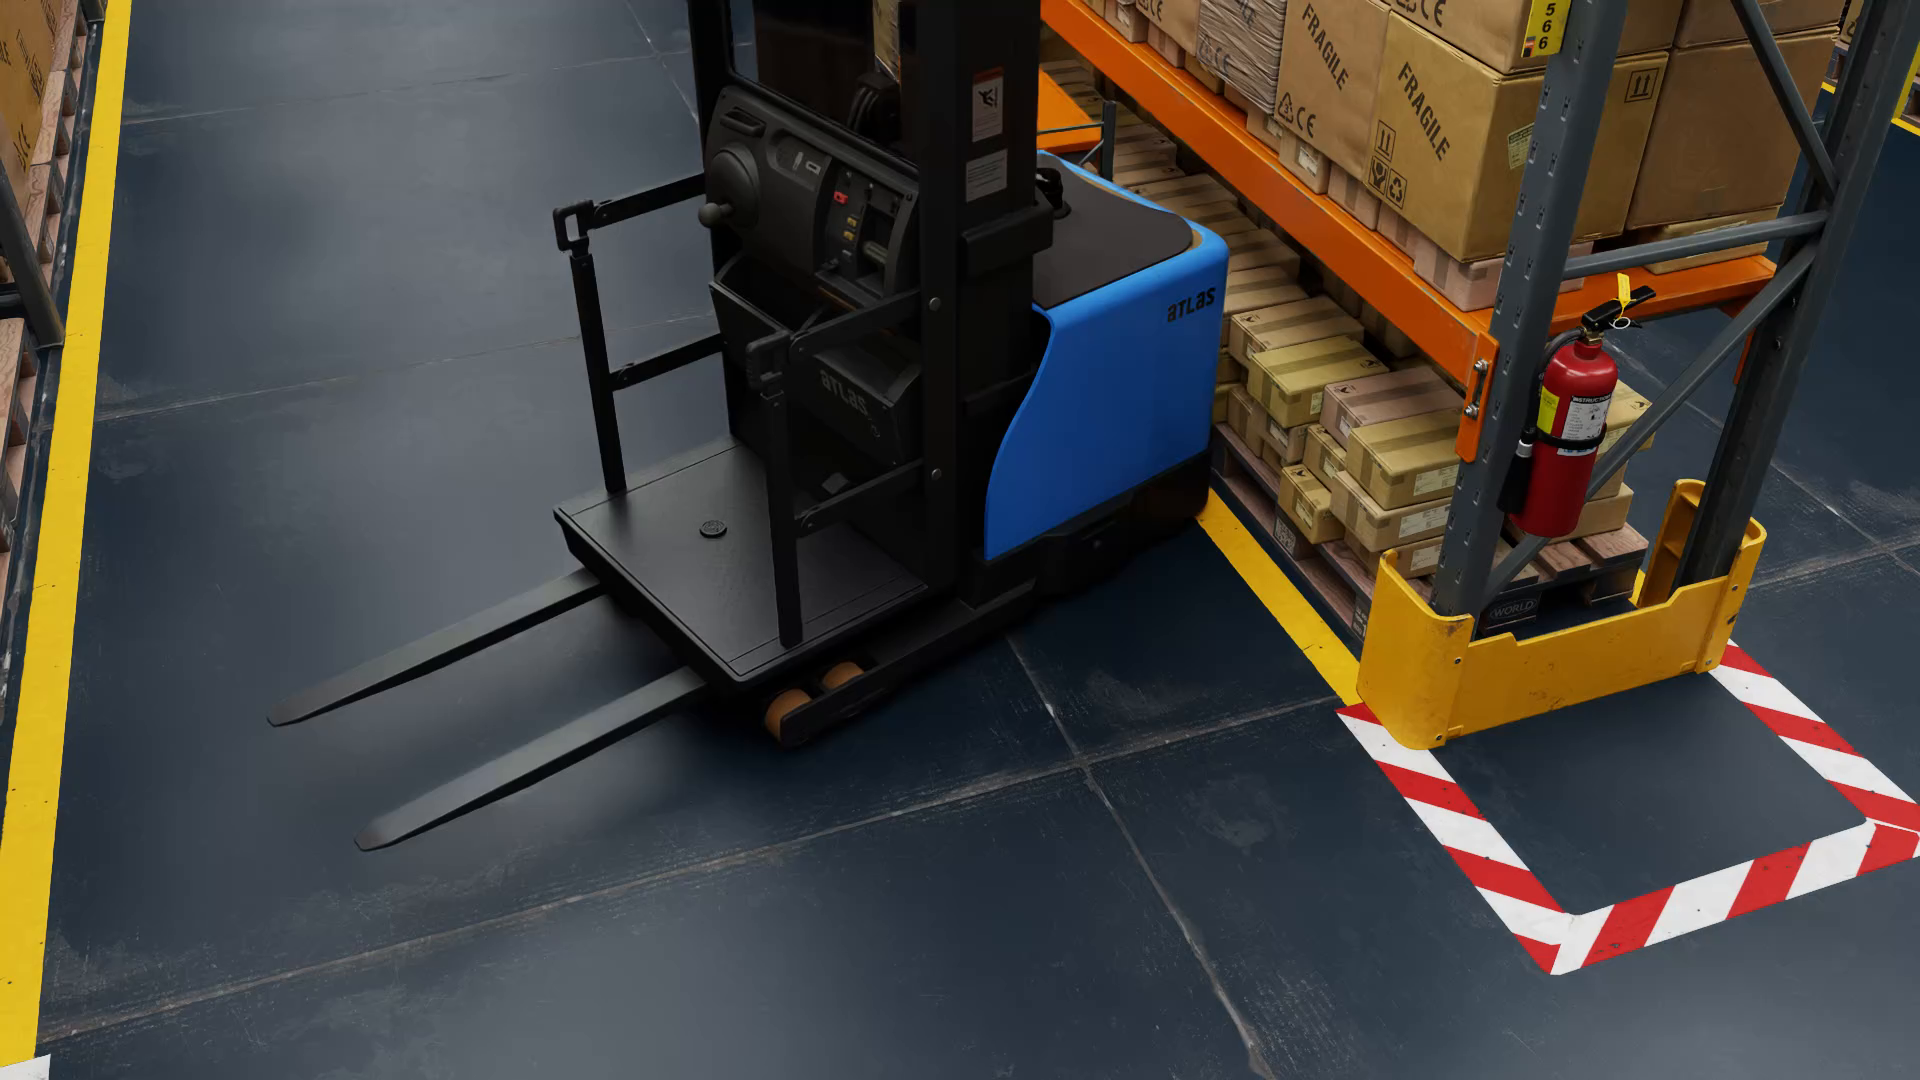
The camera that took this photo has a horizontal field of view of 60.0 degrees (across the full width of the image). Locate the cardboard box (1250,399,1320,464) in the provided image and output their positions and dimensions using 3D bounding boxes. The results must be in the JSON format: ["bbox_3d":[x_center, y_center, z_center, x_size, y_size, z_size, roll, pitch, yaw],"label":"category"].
[{"bbox_3d":[1.208,-0.419,5.586,0.380,0.149,0.250,-14,39,-18],"label":"cardboard box"}]

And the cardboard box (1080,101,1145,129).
[{"bbox_3d":[0.558,-1.727,7.076,0.380,0.149,0.250,-13,39,-17],"label":"cardboard box"}]

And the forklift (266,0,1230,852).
[{"bbox_3d":[-0.592,-0.919,4.534,3.031,2.935,1.130,-26,44,-31],"label":"forklift"}]

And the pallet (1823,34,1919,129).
[{"bbox_3d":[5.342,-2.409,8.772,1.003,0.211,1.213,-12,39,-16],"label":"pallet"}]

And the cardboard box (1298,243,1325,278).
[{"bbox_3d":[1.505,-1.111,6.258,0.380,0.149,0.250,-12,39,-15],"label":"cardboard box"}]

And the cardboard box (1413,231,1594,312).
[{"bbox_3d":[1.461,-0.764,4.480,0.380,0.149,0.250,-12,39,-16],"label":"cardboard box"}]

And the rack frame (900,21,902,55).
[{"bbox_3d":[0.003,-1.658,7.016,0.500,1.125,0.032,-11,38,-14],"label":"rack frame"}]

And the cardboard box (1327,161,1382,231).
[{"bbox_3d":[1.310,-1.051,4.861,0.380,0.149,0.250,-13,39,-16],"label":"cardboard box"}]

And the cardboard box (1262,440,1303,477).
[{"bbox_3d":[1.268,-0.314,5.694,0.380,0.149,0.250,-13,39,-16],"label":"cardboard box"}]

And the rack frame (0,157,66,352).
[{"bbox_3d":[-4.151,-1.917,5.801,1.000,3.000,0.127,-12,39,-16],"label":"rack frame"}]

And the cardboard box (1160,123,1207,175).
[{"bbox_3d":[1.062,-1.680,7.013,0.380,0.149,0.250,-11,38,-14],"label":"cardboard box"}]

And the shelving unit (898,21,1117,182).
[{"bbox_3d":[0.161,-1.367,6.630,0.538,1.125,1.048,-11,38,-14],"label":"shelving unit"}]

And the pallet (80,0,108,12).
[{"bbox_3d":[-5.795,-3.504,10.227,1.003,0.211,1.213,-12,39,-16],"label":"pallet"}]

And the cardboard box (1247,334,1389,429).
[{"bbox_3d":[1.177,-0.526,5.481,0.380,0.149,0.250,-13,39,-17],"label":"cardboard box"}]

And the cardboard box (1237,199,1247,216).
[{"bbox_3d":[1.256,-1.279,6.728,0.380,0.149,0.250,-14,39,-18],"label":"cardboard box"}]

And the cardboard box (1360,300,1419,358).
[{"bbox_3d":[1.639,-0.795,5.838,0.380,0.149,0.250,-14,39,-18],"label":"cardboard box"}]

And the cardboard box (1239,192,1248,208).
[{"bbox_3d":[1.346,-1.397,6.637,0.380,0.149,0.250,-14,39,-18],"label":"cardboard box"}]

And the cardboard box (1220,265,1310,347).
[{"bbox_3d":[1.003,-0.826,5.879,0.380,0.149,0.250,-11,38,-14],"label":"cardboard box"}]

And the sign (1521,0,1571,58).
[{"bbox_3d":[1.310,-1.224,3.657,0.100,0.325,0.005,-12,39,-16],"label":"sign"}]

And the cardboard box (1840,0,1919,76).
[{"bbox_3d":[5.305,-2.898,8.521,0.875,0.875,0.875,-12,39,-16],"label":"cardboard box"}]

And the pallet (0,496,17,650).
[{"bbox_3d":[-3.540,0.333,5.132,1.003,0.211,1.213,-12,39,-16],"label":"pallet"}]

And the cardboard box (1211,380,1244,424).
[{"bbox_3d":[1.024,-0.581,6.049,0.380,0.149,0.250,-14,39,-18],"label":"cardboard box"}]

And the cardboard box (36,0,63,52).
[{"bbox_3d":[-5.368,-3.088,8.773,0.875,0.875,0.875,-13,39,-16],"label":"cardboard box"}]

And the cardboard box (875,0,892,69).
[{"bbox_3d":[-0.206,-2.824,8.734,0.500,0.500,0.500,-13,39,-17],"label":"cardboard box"}]

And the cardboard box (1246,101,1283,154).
[{"bbox_3d":[1.137,-1.345,5.252,0.380,0.149,0.250,-14,39,-18],"label":"cardboard box"}]

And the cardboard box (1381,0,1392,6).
[{"bbox_3d":[1.273,-1.790,4.472,0.500,0.500,0.500,-14,39,-17],"label":"cardboard box"}]

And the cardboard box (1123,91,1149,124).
[{"bbox_3d":[0.954,-1.982,7.414,0.380,0.149,0.250,-12,39,-15],"label":"cardboard box"}]

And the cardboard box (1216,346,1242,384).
[{"bbox_3d":[1.018,-0.709,5.971,0.380,0.149,0.250,-12,39,-15],"label":"cardboard box"}]

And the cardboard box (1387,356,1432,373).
[{"bbox_3d":[1.690,-0.522,5.723,0.380,0.149,0.250,-12,39,-15],"label":"cardboard box"}]

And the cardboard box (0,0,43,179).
[{"bbox_3d":[-4.758,-2.078,7.433,0.875,0.875,0.875,-11,38,-15],"label":"cardboard box"}]

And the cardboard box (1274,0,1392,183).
[{"bbox_3d":[1.269,-1.390,4.772,0.500,0.500,0.500,-13,39,-17],"label":"cardboard box"}]

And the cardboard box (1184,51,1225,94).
[{"bbox_3d":[0.993,-1.657,5.665,0.380,0.149,0.250,-12,39,-15],"label":"cardboard box"}]

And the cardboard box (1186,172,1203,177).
[{"bbox_3d":[1.076,-1.574,7.120,0.380,0.149,0.250,-12,39,-16],"label":"cardboard box"}]

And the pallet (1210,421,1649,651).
[{"bbox_3d":[1.566,-0.134,5.753,1.003,0.211,1.213,-12,39,-16],"label":"pallet"}]

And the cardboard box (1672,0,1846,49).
[{"bbox_3d":[1.933,-1.606,4.227,0.500,0.500,0.500,-13,39,-16],"label":"cardboard box"}]

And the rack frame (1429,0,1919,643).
[{"bbox_3d":[1.838,-0.739,4.238,1.000,3.000,0.127,-12,39,-16],"label":"rack frame"}]

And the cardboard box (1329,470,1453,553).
[{"bbox_3d":[1.389,-0.126,5.197,0.380,0.149,0.250,-13,39,-17],"label":"cardboard box"}]

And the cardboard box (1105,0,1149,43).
[{"bbox_3d":[0.751,-1.937,6.037,0.380,0.149,0.250,-11,38,-14],"label":"cardboard box"}]

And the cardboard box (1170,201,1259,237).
[{"bbox_3d":[0.899,-1.140,6.296,0.380,0.149,0.250,-12,39,-16],"label":"cardboard box"}]

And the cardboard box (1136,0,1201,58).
[{"bbox_3d":[0.924,-1.959,5.527,0.500,0.500,0.500,-11,38,-14],"label":"cardboard box"}]

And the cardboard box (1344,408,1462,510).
[{"bbox_3d":[1.418,-0.252,5.118,0.380,0.149,0.250,-12,39,-15],"label":"cardboard box"}]

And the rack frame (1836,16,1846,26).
[{"bbox_3d":[5.153,-3.968,8.525,1.000,3.000,0.127,-12,39,-16],"label":"rack frame"}]

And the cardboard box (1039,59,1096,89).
[{"bbox_3d":[0.386,-2.028,7.475,0.380,0.149,0.250,-11,38,-14],"label":"cardboard box"}]

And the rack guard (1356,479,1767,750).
[{"bbox_3d":[1.812,0.217,5.047,1.175,0.500,0.348,-12,39,-16],"label":"rack guard"}]

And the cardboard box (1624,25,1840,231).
[{"bbox_3d":[1.943,-1.208,4.531,0.500,0.500,0.500,-11,38,-14],"label":"cardboard box"}]

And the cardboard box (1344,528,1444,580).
[{"bbox_3d":[1.461,-0.022,5.307,0.380,0.149,0.250,-12,39,-15],"label":"cardboard box"}]

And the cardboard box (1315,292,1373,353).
[{"bbox_3d":[1.523,-0.820,6.119,0.380,0.149,0.250,-14,39,-18],"label":"cardboard box"}]

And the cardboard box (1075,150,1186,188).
[{"bbox_3d":[0.680,-1.424,6.673,0.380,0.149,0.250,-12,39,-15],"label":"cardboard box"}]

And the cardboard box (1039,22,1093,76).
[{"bbox_3d":[0.456,-2.640,8.491,0.500,0.500,0.500,-11,38,-14],"label":"cardboard box"}]

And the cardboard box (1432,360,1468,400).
[{"bbox_3d":[1.769,-0.503,5.450,0.380,0.149,0.250,-12,39,-15],"label":"cardboard box"}]

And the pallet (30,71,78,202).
[{"bbox_3d":[-4.911,-1.913,8.115,1.003,0.211,1.213,-12,39,-16],"label":"pallet"}]
